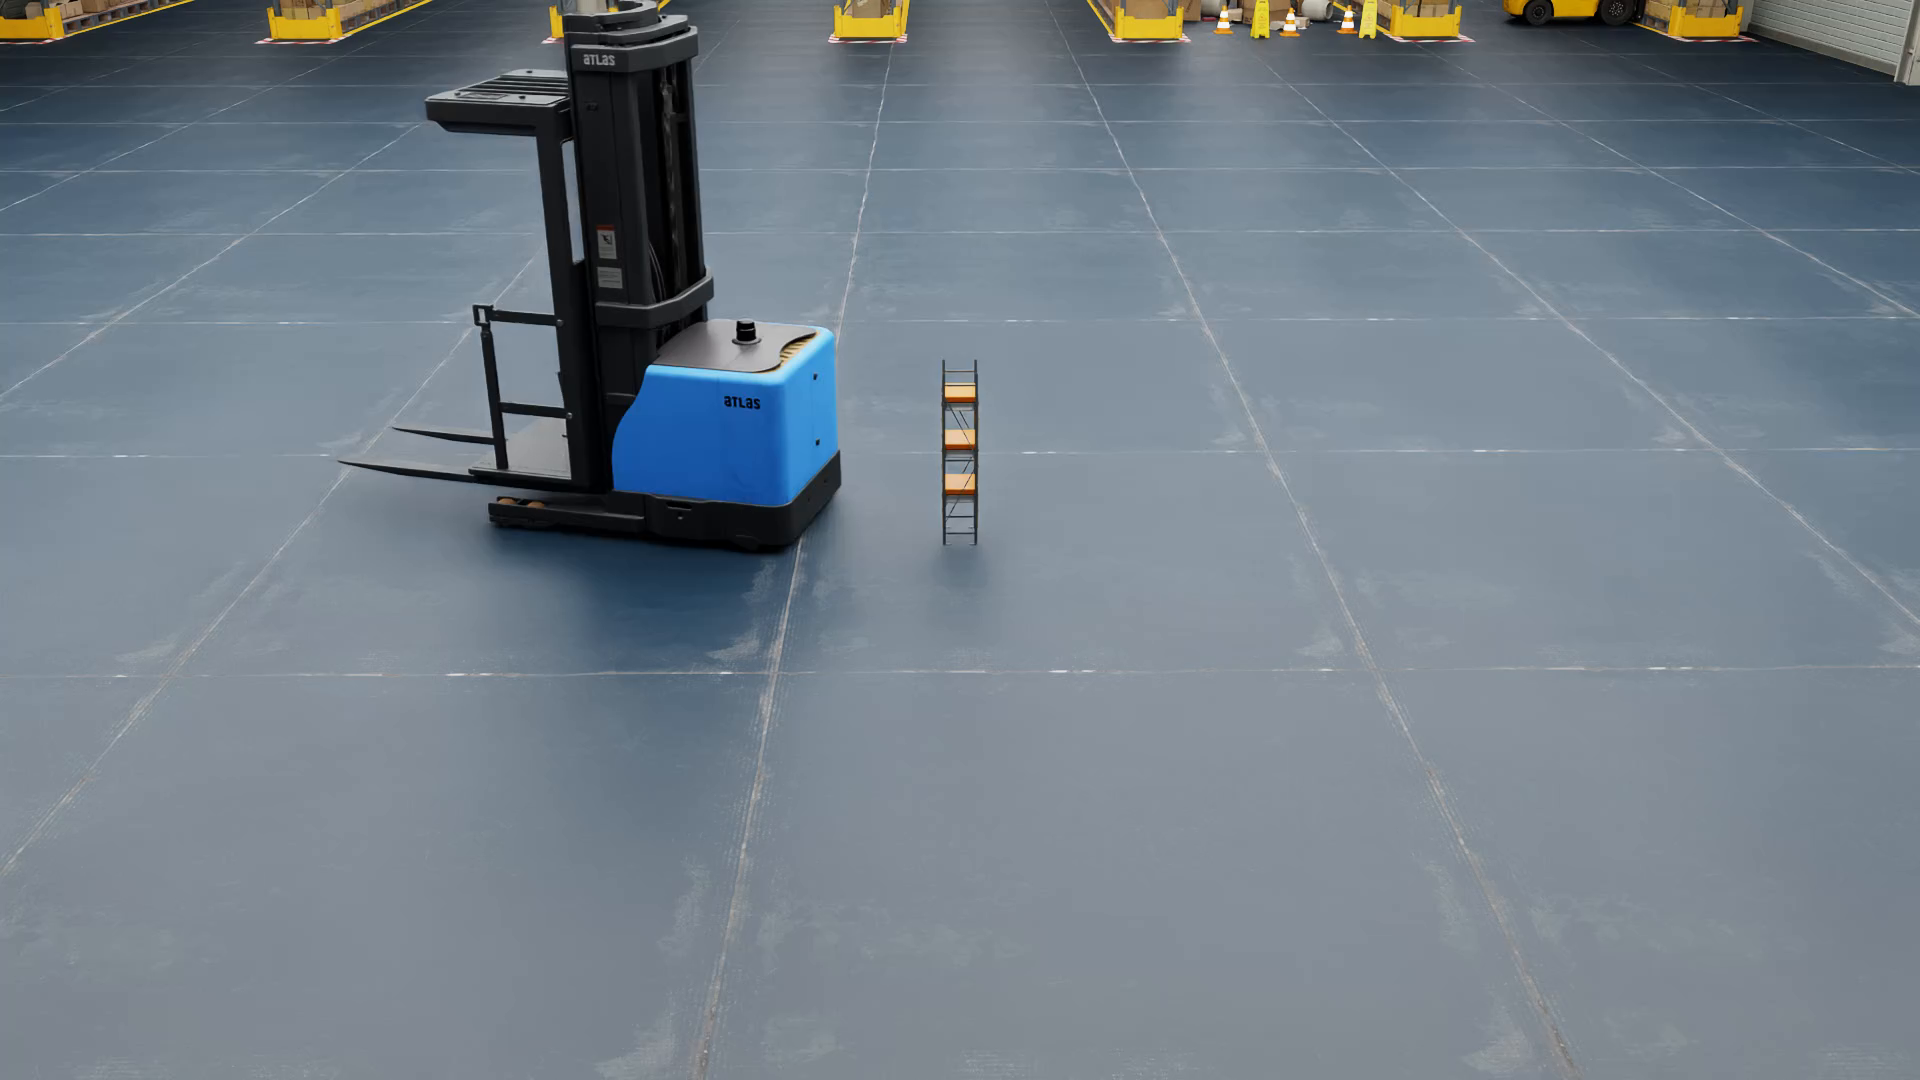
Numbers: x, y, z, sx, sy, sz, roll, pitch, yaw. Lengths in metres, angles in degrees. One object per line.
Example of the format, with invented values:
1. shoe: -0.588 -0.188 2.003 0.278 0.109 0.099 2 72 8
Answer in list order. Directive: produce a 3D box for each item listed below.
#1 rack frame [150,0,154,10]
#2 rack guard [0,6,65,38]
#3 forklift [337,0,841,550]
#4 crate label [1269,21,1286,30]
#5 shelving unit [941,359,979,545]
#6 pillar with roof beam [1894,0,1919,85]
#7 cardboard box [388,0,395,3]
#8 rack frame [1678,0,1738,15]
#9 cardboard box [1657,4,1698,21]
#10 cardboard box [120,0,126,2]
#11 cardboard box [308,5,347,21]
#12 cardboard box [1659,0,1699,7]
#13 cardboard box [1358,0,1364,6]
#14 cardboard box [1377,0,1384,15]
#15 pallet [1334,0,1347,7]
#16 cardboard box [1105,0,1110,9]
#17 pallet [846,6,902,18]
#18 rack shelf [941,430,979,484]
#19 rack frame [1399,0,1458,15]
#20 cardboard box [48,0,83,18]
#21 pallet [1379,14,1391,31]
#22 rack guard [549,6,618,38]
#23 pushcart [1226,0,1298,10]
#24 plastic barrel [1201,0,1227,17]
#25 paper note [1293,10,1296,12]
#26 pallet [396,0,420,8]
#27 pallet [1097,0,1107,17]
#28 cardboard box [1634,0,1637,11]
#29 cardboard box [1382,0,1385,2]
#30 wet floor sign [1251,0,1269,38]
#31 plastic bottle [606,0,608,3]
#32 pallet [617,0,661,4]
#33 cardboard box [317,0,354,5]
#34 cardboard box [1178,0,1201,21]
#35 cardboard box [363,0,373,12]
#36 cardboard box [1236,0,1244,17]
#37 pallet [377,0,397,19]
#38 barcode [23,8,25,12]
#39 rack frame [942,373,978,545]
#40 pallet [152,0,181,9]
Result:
1. rack frame: -16.533 -11.886 32.390 1.000 3.000 0.127 0 24 -1
2. rack guard: -16.491 -9.130 29.330 1.175 0.500 0.348 0 24 -1
3. forklift: -2.312 -1.597 9.723 3.031 2.935 1.130 6 25 14
4. crate label: 5.807 -9.394 30.355 0.250 0.136 0.298 -14 28 -28
5. shelving unit: -0.001 -0.500 9.582 0.215 1.050 0.252 0 24 -1
6. pillar with roof beam: 9.897 -10.905 22.942 9.100 9.000 0.400 0 24 -1
7. cardboard box: -11.356 -10.658 32.502 0.500 0.250 0.500 0 24 -1
8. rack frame: 13.242 -10.373 29.044 1.000 3.000 0.127 0 24 -1
9. cardboard box: 12.921 -9.503 29.949 0.500 0.250 0.500 0 24 0
10. cardboard box: -16.498 -10.575 32.396 0.380 0.166 0.250 -3 25 -7
11. cardboard box: -11.320 -9.422 29.769 0.500 0.250 0.500 0 24 -1
12. cardboard box: 12.924 -9.738 29.862 0.500 0.250 0.500 -1 24 -1
13. cardboard box: 7.989 -10.471 32.089 0.500 0.250 0.500 1 24 2
14. cardboard box: 8.003 -9.833 30.677 0.500 0.250 0.500 0 24 0
15. pallet: 8.225 -11.047 33.920 1.003 0.211 1.213 0 24 -1
16. cardboard box: 3.237 -10.525 31.451 0.875 0.875 0.875 0 24 0
17. pallet: -1.615 -9.901 31.386 1.003 0.211 1.213 0 24 -1
18. rack shelf: -0.001 -0.491 9.587 0.215 0.259 0.240 0 24 -1
19. rack frame: 8.279 -10.349 28.991 1.000 3.000 0.127 0 24 -1
20. cardboard box: -16.413 -9.733 30.359 0.500 0.311 0.500 2 24 4
21. pallet: 8.304 -9.444 30.376 1.003 0.211 1.213 0 24 -1
22. rack guard: -6.631 -9.174 29.428 1.175 0.500 0.348 0 24 -1
23. pushcart: 5.956 -10.771 33.108 1.648 0.377 0.936 -9 26 -19
24. plastic barrel: 4.833 -10.299 32.007 0.512 0.421 0.421 19 30 35
25. paper note: 6.535 -10.418 32.748 0.148 0.019 0.142 0 24 -1
26. pallet: -11.627 -10.942 33.688 1.003 0.211 1.213 0 24 -1
27. pallet: 3.217 -10.349 32.376 1.003 0.211 1.213 0 24 -1
28. cardboard box: 12.901 -10.128 31.331 0.500 0.250 0.500 1 24 1
29. cardboard box: 8.000 -10.173 30.520 0.500 0.500 0.500 1 24 1
30. wet floor sign: 5.310 -9.209 29.329 0.267 0.644 0.232 -4 25 -10
31. plastic bottle: -6.889 -10.590 32.205 0.144 0.351 0.185 0 24 -1
32. pallet: -6.674 -10.983 33.778 1.003 0.211 1.213 0 24 -1
33. cardboard box: -11.327 -9.969 30.070 0.500 0.500 0.500 0 24 -1
34. cardboard box: 4.330 -10.160 31.605 0.500 0.500 0.500 4 25 9
35. cardboard box: -11.334 -10.040 31.135 0.500 0.250 0.500 0 24 -1
36. cardboard box: 5.710 -10.371 31.905 0.797 0.637 0.503 0 24 -1
37. pallet: -11.613 -10.311 32.292 1.003 0.211 1.213 0 24 -1
38. barcode: -16.807 -9.508 29.851 0.001 0.075 0.075 0 24 -1
39. rack frame: 0.001 -0.450 9.471 0.200 1.050 0.008 0 24 -1
40. pallet: -16.543 -10.936 33.674 1.003 0.211 1.213 0 24 -1
